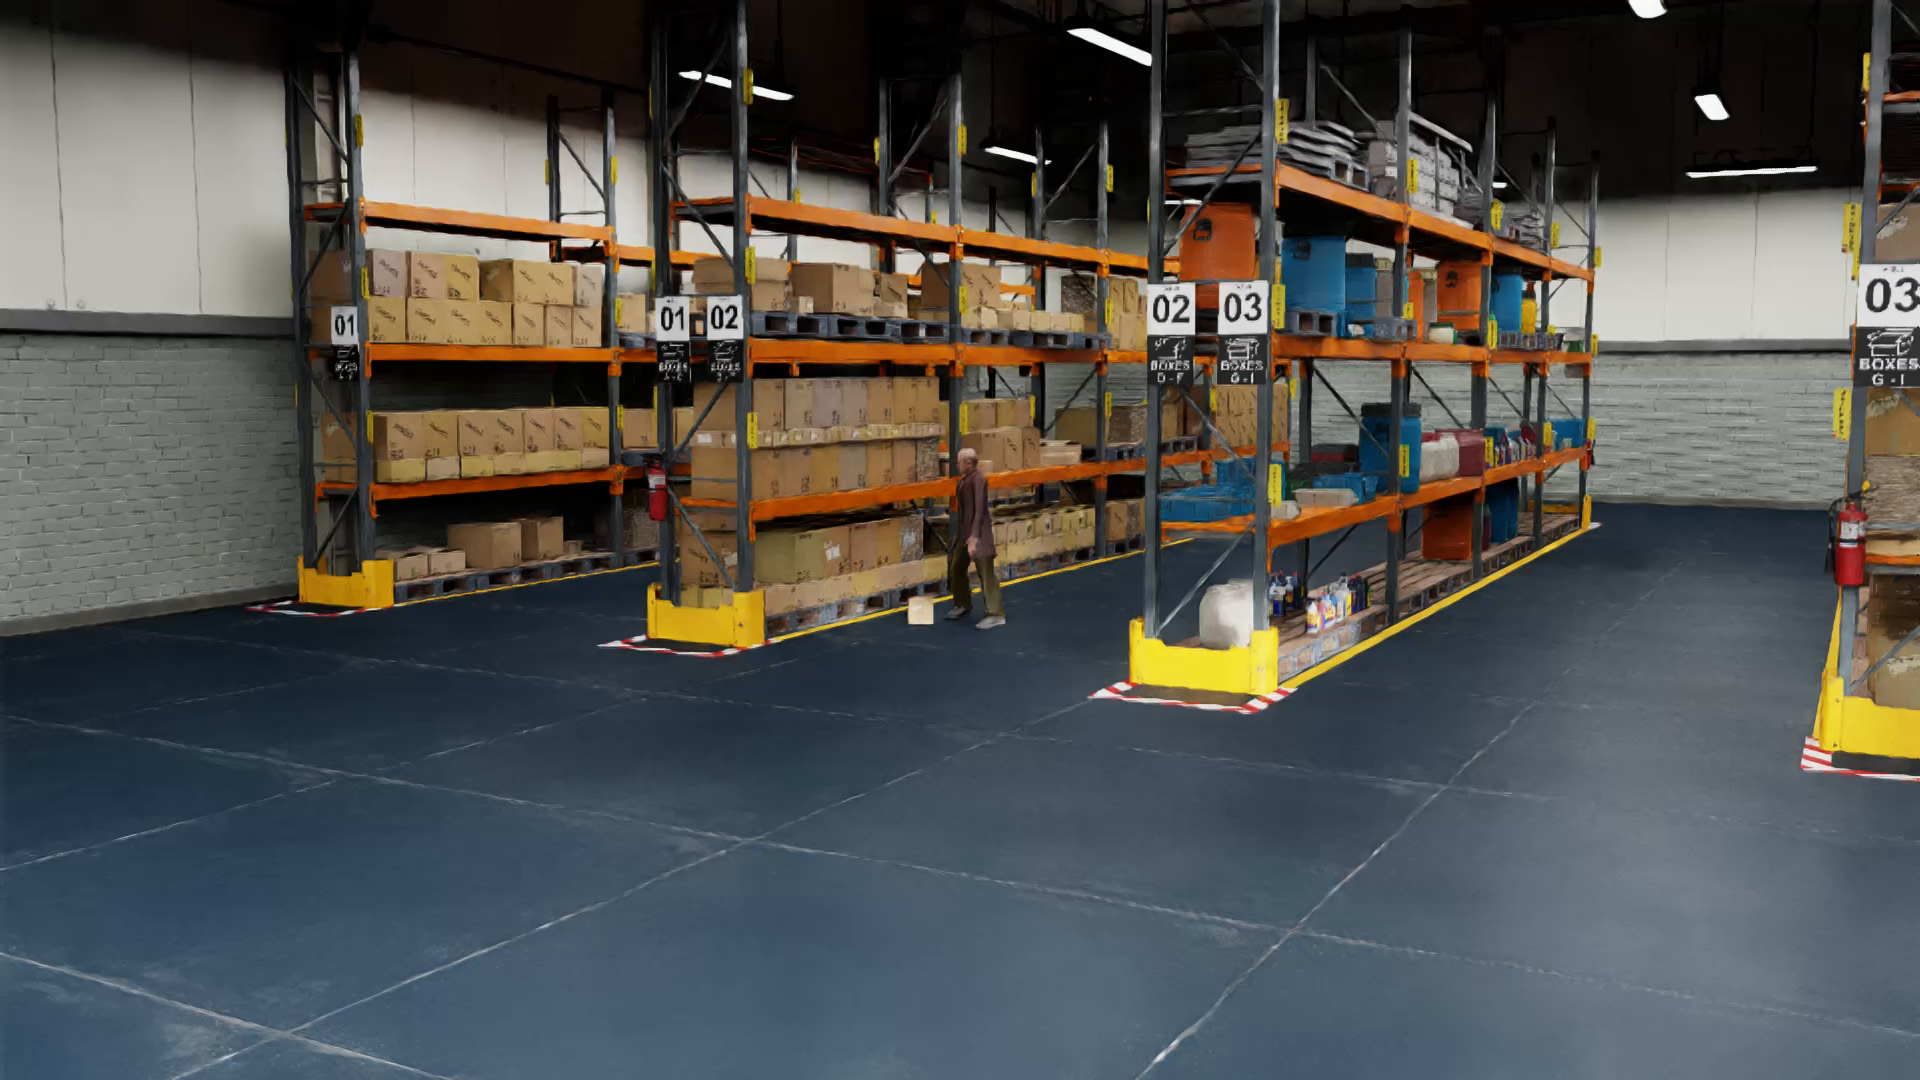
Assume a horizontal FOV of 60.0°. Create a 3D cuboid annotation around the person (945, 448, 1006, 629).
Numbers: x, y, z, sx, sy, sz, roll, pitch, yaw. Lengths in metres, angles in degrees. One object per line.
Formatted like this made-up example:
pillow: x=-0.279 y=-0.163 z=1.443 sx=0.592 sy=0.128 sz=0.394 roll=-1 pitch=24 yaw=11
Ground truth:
person: x=0.143 y=-0.039 z=16.593 sx=0.433 sy=1.759 sz=0.903 roll=-2 pitch=6 yaw=-20
